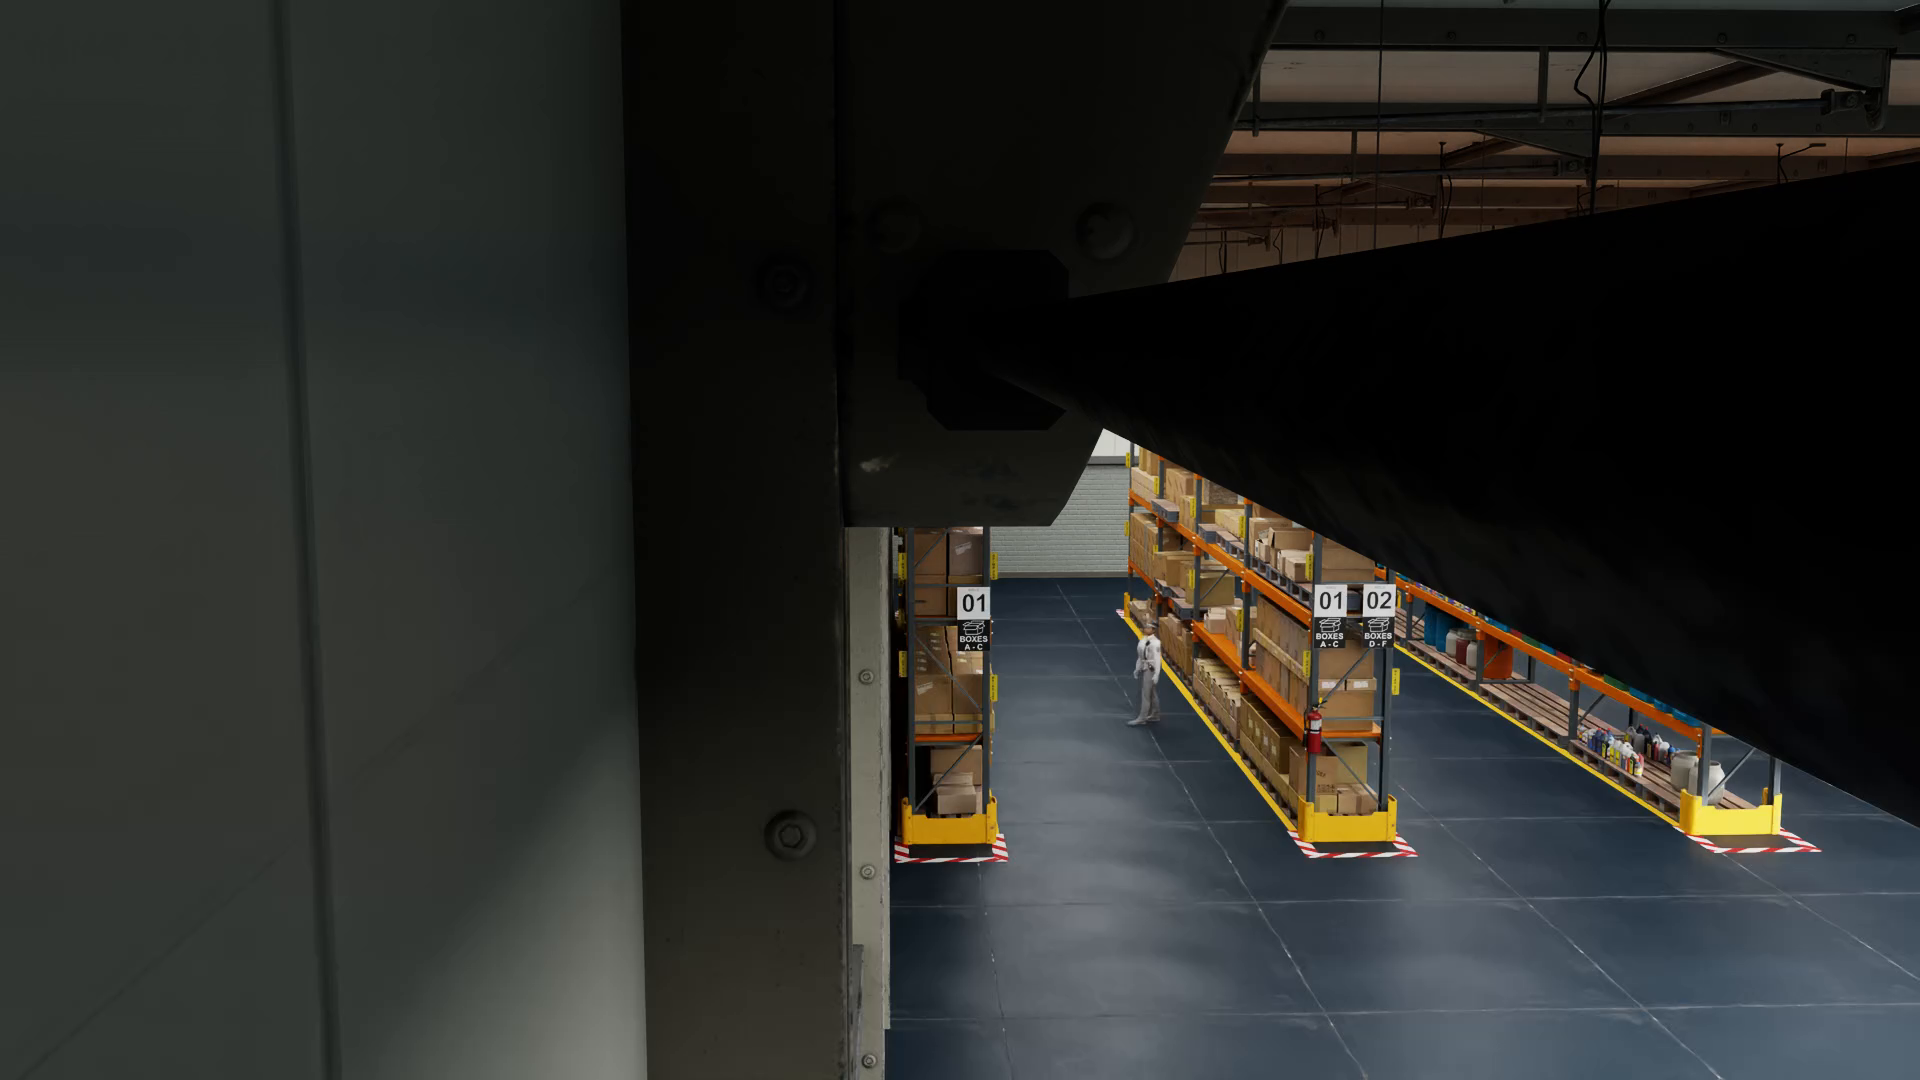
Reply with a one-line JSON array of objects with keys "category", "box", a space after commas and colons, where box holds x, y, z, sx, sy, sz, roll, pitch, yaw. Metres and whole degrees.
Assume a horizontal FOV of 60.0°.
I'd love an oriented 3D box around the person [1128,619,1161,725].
[{"category": "person", "box": [2.934, 2.093, 26.605, 0.577, 1.683, 0.506, -1, 7, -11]}]
